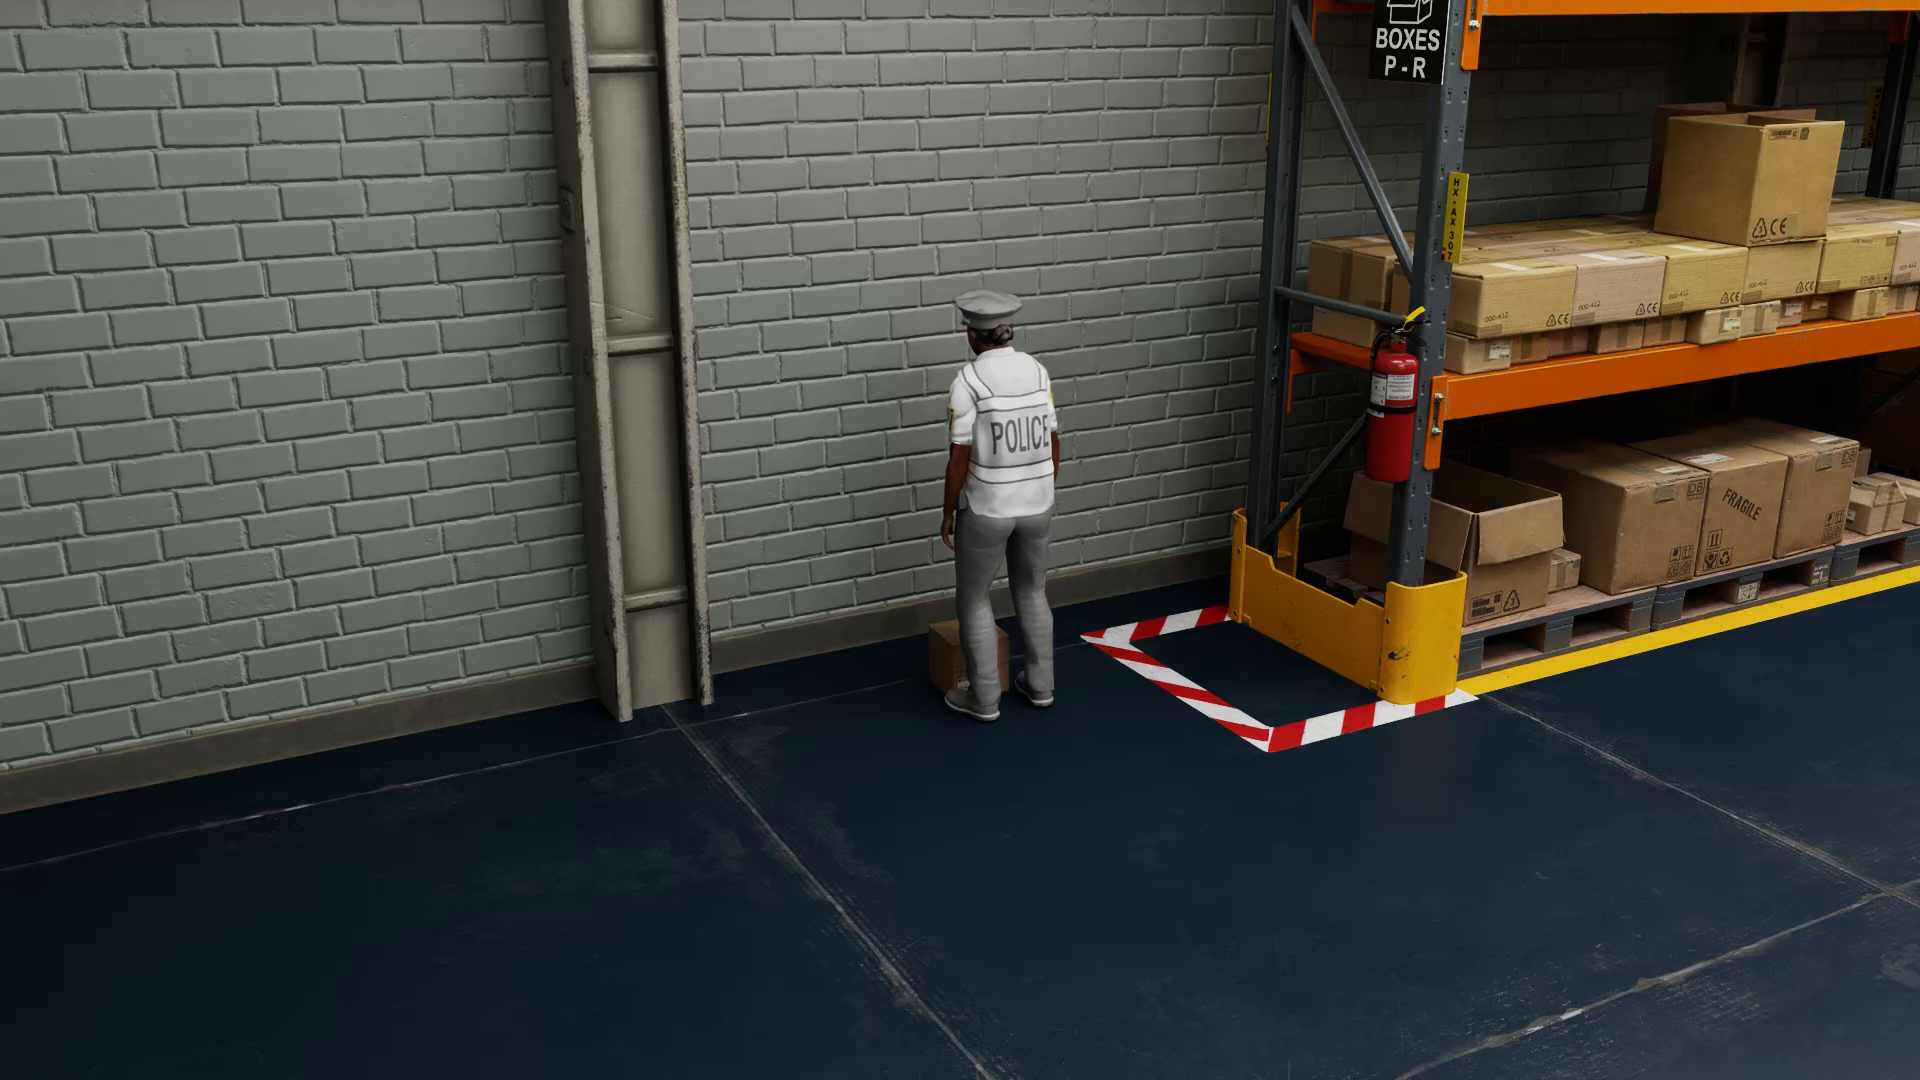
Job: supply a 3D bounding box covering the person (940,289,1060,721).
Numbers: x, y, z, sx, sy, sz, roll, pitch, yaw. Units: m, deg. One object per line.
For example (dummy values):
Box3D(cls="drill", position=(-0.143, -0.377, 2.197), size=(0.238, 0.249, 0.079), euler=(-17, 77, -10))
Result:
Box3D(cls="person", position=(0.159, -0.120, 6.418), size=(0.509, 1.658, 0.396), euler=(-10, 21, -27))
